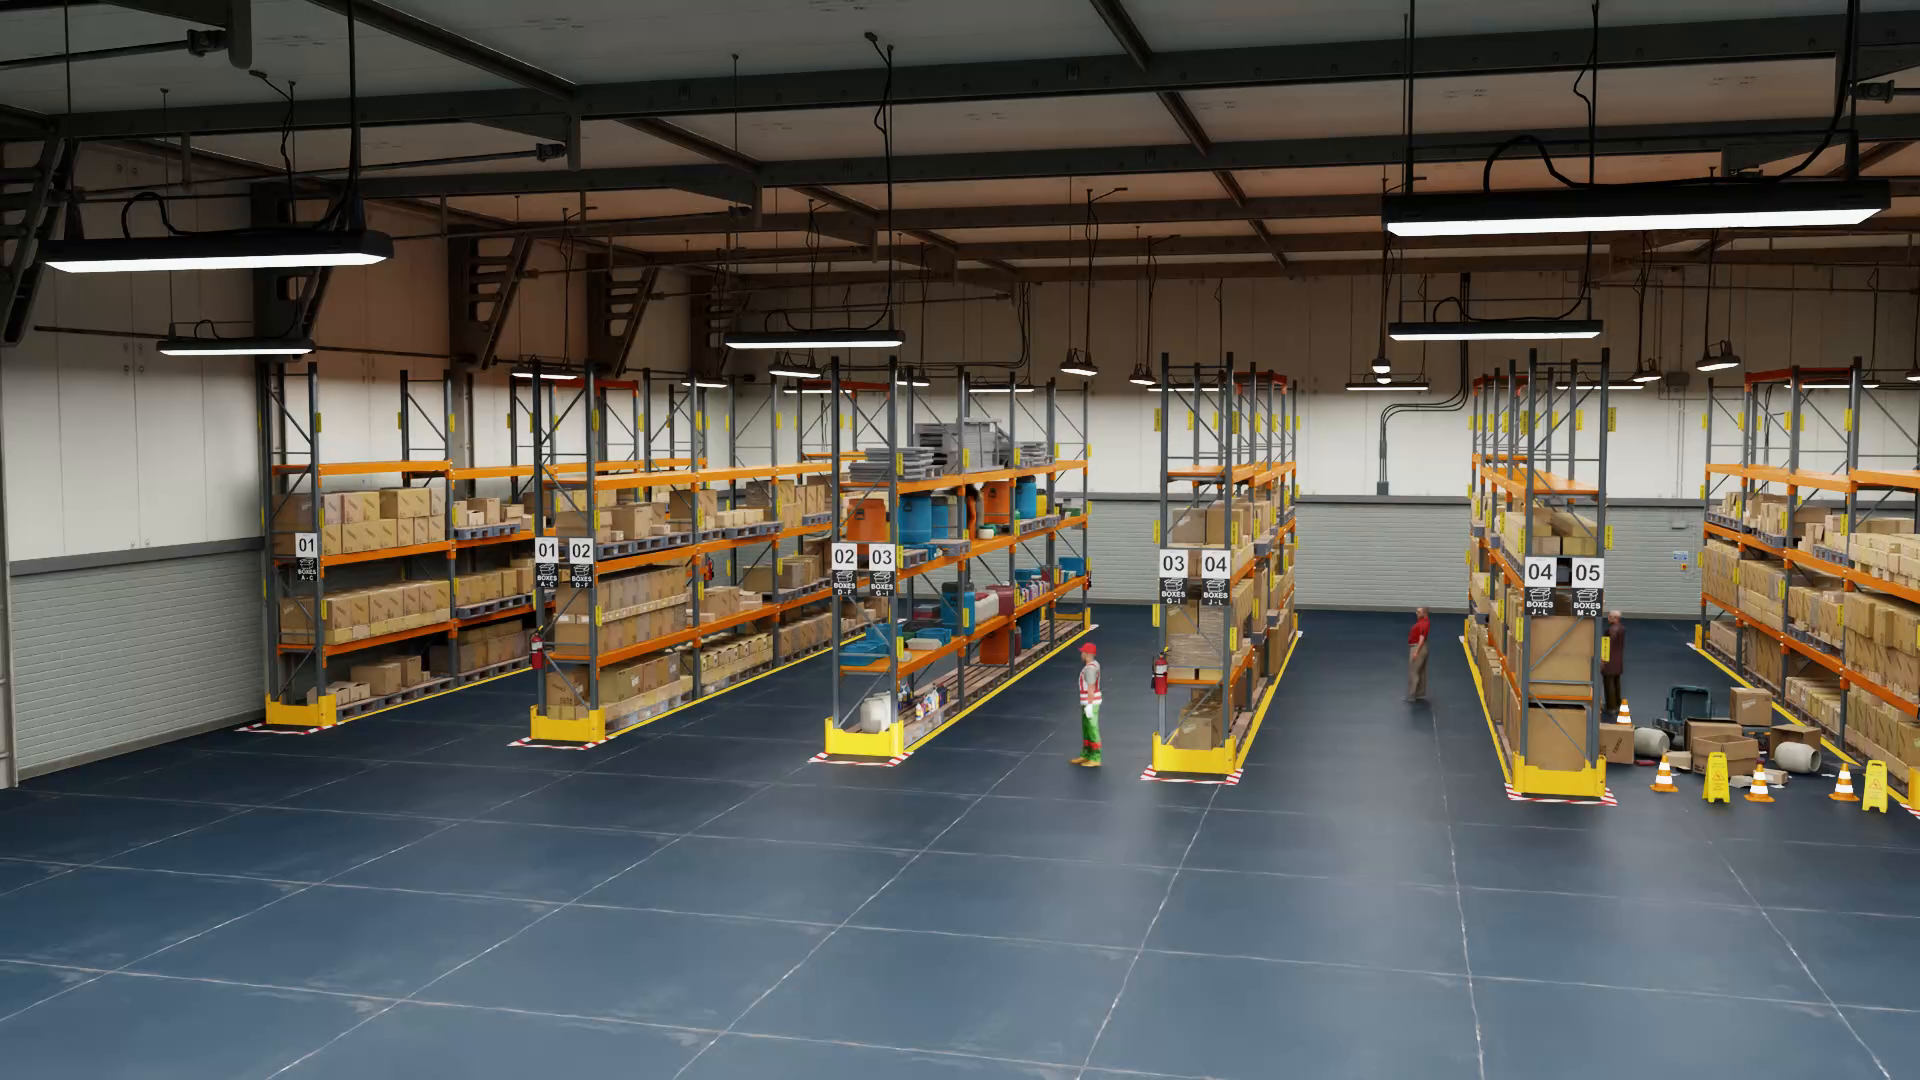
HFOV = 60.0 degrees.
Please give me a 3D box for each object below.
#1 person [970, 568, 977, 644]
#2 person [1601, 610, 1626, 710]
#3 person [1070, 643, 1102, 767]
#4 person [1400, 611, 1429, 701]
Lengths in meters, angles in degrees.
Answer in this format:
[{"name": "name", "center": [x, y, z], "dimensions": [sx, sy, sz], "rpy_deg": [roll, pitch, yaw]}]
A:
[{"name": "person", "center": [0.214, 1.491, 38.005], "dimensions": [0.487, 1.704, 0.500], "rpy_deg": [2, 5, 29]}, {"name": "person", "center": [11.256, 2.158, 28.734], "dimensions": [0.641, 1.501, 0.407], "rpy_deg": [-3, 5, -33]}, {"name": "person", "center": [1.836, 2.392, 24.231], "dimensions": [0.457, 1.801, 0.560], "rpy_deg": [0, 4, 4]}, {"name": "person", "center": [8.204, 2.085, 29.983], "dimensions": [0.449, 1.630, 0.552], "rpy_deg": [2, 4, 26]}]
